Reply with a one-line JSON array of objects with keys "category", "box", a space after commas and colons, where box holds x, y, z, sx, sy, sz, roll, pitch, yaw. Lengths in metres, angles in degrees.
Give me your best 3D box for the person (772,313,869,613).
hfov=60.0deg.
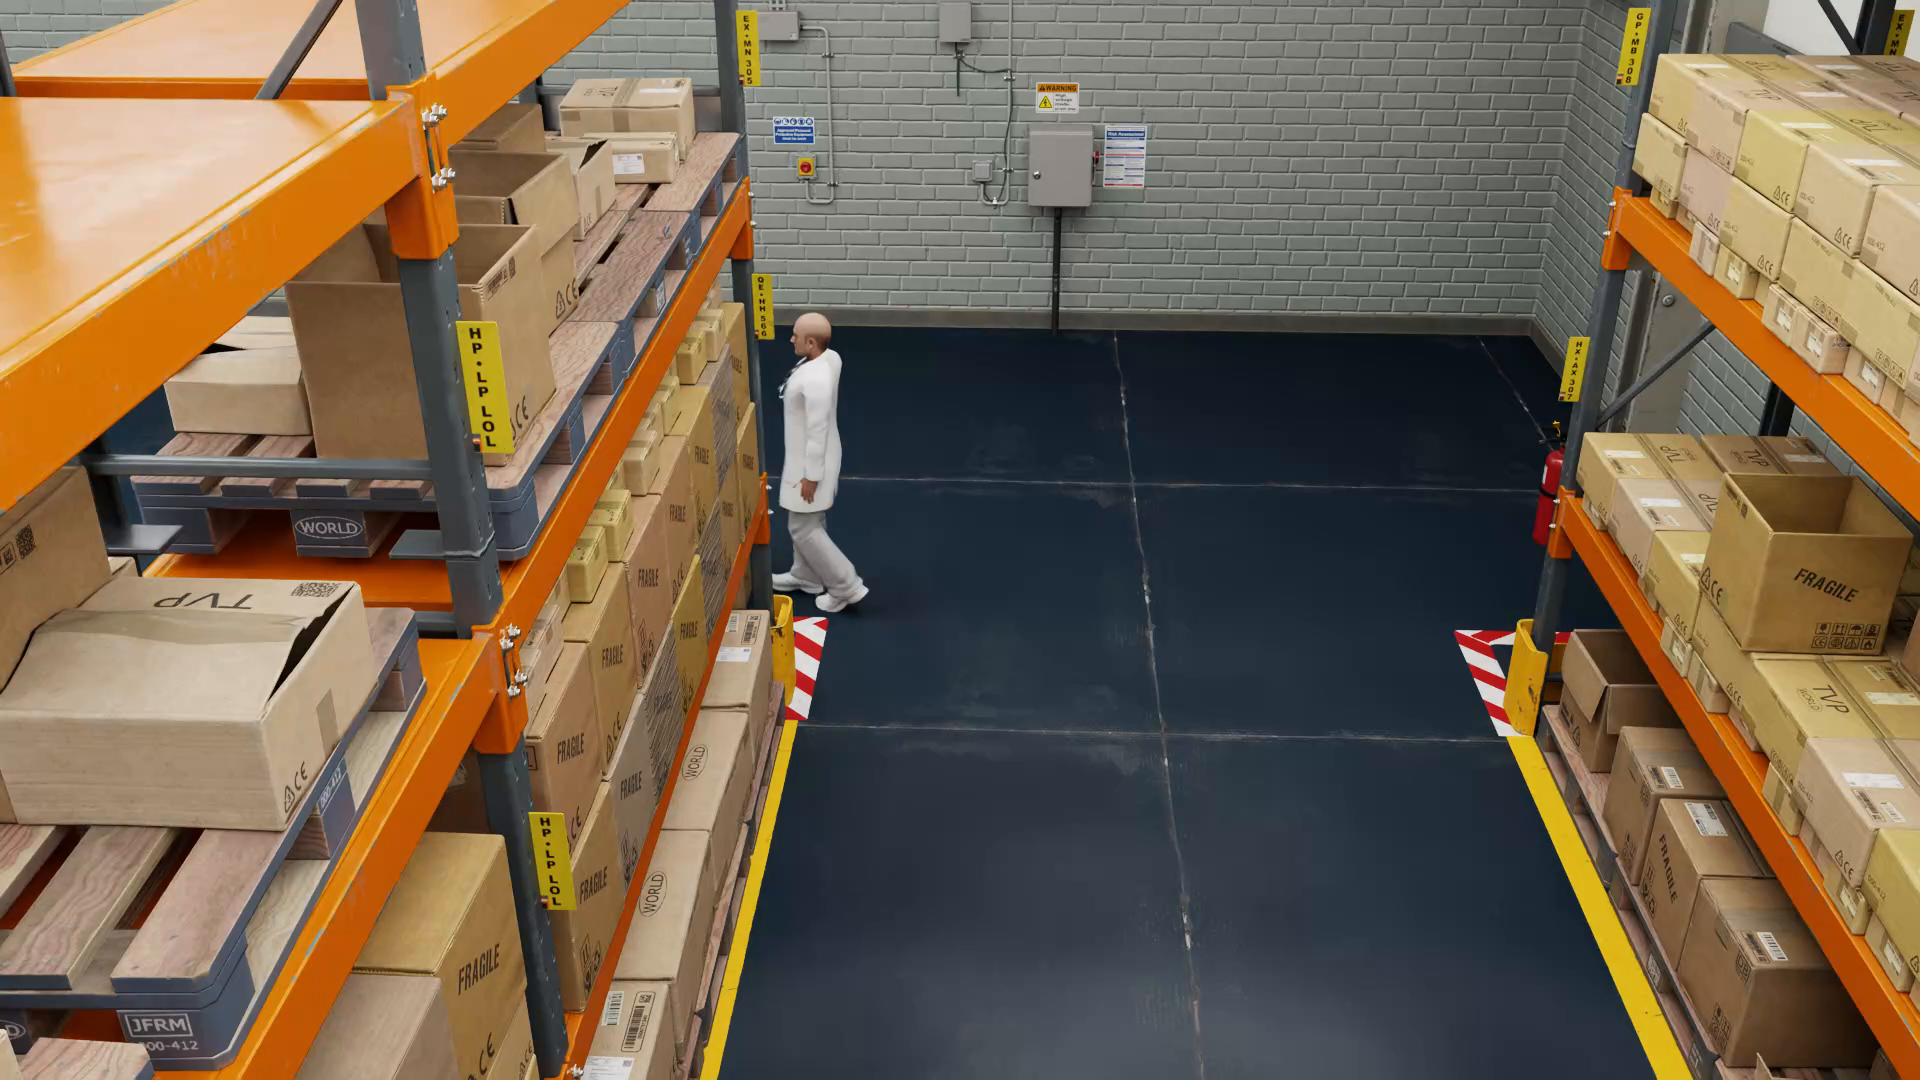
[{"category": "person", "box": [-0.846, -0.450, 9.504, 0.683, 1.799, 0.625, 3, 28, 6]}]
